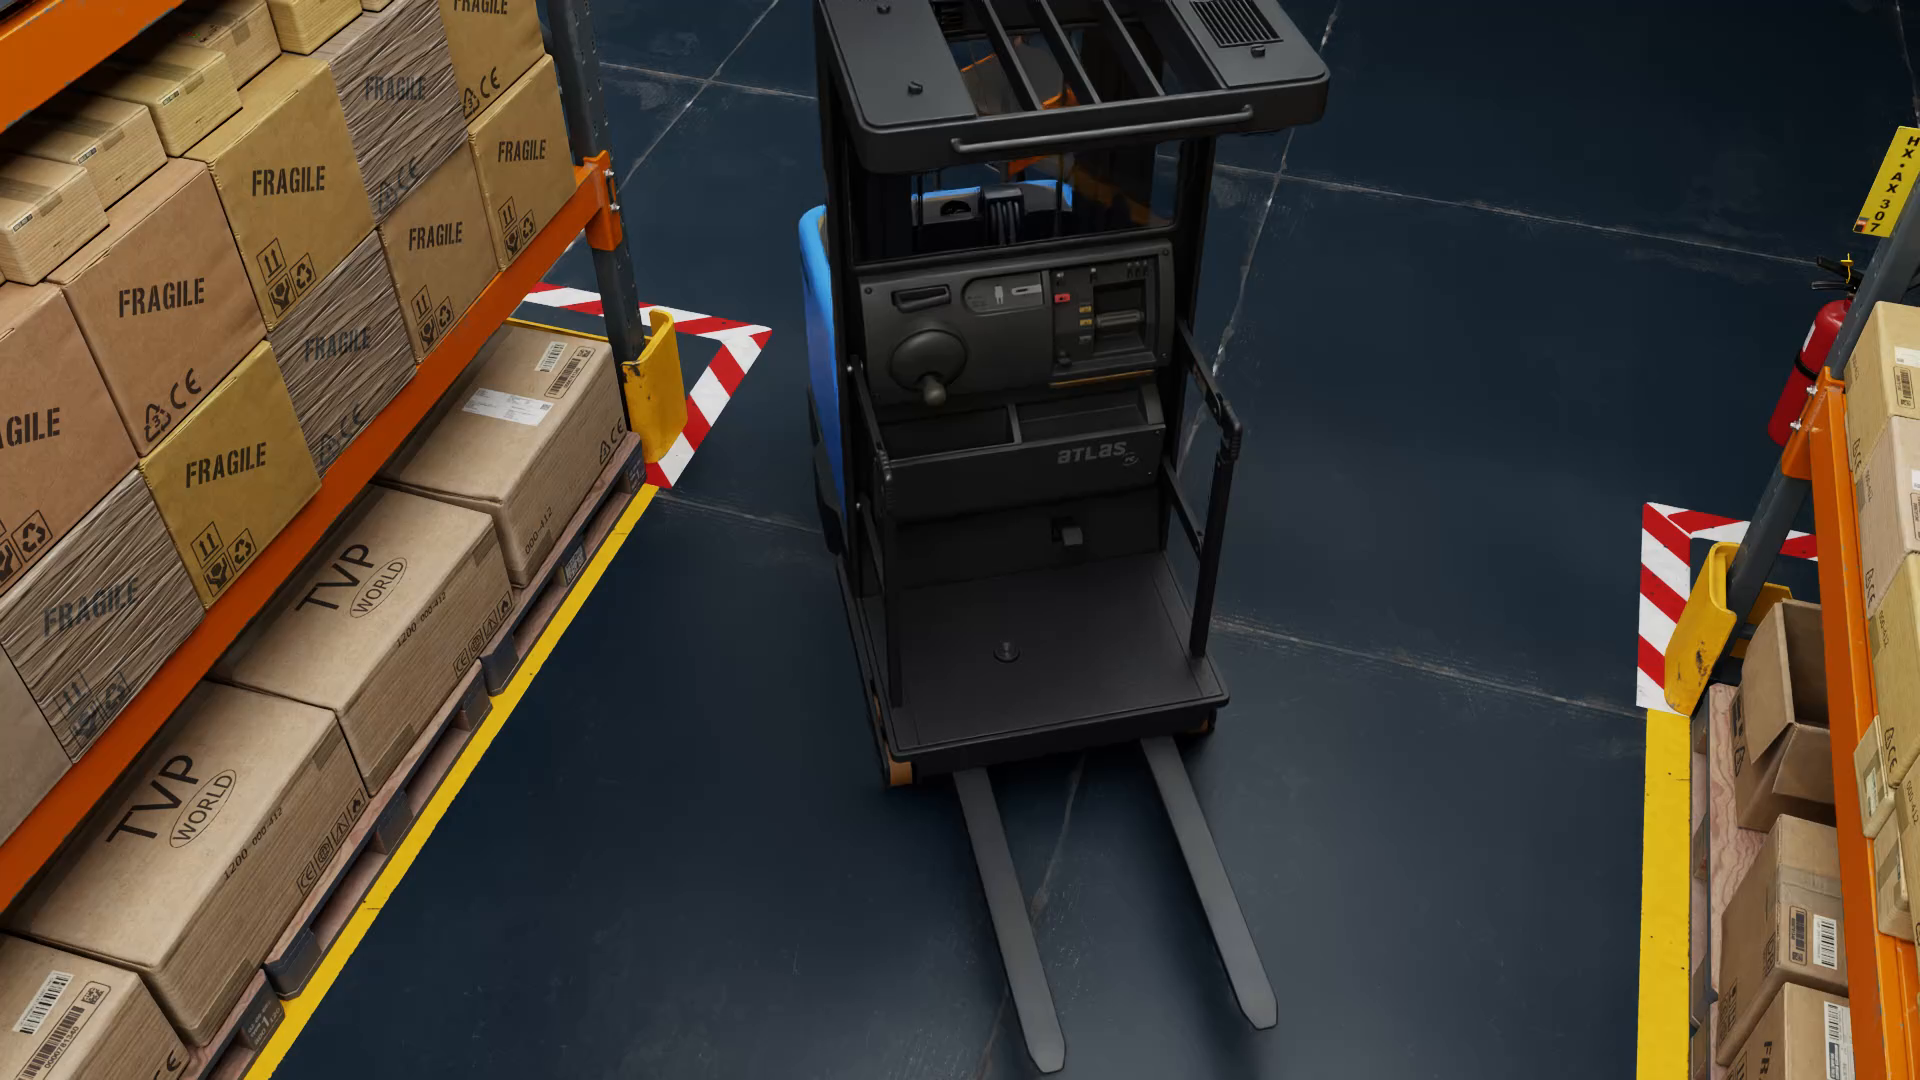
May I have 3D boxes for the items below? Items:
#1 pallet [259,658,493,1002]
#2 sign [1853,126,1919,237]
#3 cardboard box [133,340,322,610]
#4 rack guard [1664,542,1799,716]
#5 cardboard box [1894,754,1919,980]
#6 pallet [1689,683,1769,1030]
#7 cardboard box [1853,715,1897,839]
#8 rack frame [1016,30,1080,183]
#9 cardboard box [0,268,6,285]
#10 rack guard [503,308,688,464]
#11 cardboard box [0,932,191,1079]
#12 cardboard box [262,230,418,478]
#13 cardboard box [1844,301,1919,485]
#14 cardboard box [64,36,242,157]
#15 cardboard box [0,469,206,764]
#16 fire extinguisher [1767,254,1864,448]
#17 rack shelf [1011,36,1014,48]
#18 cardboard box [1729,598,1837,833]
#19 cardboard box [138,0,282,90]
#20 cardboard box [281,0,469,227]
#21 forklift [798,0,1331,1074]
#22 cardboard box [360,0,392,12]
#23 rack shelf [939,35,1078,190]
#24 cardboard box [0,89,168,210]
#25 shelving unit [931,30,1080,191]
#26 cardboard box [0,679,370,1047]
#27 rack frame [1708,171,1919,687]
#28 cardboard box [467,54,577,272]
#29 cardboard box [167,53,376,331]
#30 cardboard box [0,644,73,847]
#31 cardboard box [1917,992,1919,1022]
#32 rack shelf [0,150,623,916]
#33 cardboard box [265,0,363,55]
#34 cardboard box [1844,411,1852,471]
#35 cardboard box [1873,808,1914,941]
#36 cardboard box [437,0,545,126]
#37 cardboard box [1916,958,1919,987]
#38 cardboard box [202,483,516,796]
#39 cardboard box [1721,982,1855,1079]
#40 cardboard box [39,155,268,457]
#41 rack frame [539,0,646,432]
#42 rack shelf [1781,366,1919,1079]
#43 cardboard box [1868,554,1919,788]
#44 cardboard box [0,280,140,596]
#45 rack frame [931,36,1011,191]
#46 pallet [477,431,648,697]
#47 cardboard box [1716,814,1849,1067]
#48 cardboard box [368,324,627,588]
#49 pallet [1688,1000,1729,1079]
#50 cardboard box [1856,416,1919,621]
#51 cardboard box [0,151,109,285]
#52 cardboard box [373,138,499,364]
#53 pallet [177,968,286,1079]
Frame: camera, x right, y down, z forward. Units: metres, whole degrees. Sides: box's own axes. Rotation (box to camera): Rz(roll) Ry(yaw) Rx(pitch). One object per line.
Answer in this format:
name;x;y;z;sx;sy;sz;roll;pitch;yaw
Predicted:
pallet;-2.242;0.774;5.308;1.003;0.211;1.213;13;46;12
sign;2.512;-0.958;4.465;0.100;0.325;0.005;13;46;13
cardboard box;-2.054;-0.218;4.256;0.500;0.500;0.500;14;46;14
rack guard;3.006;0.410;5.473;1.175;0.500;0.348;13;46;13
cardboard box;2.197;0.679;3.306;0.500;0.250;0.500;11;46;11
pallet;2.765;1.045;5.031;1.003;0.211;1.213;13;46;13
cardboard box;2.230;0.565;3.707;0.380;0.149;0.250;11;46;11
rack frame;0.378;-1.687;6.473;0.015;2.100;0.400;-35;54;-30
cardboard box;-2.232;-0.559;3.426;0.380;0.149;0.250;12;46;12
rack guard;-1.696;-0.705;6.613;1.175;0.500;0.348;13;46;13
cardboard box;-2.622;1.453;4.152;0.875;0.438;0.875;12;46;12
cardboard box;-1.910;-0.564;4.611;0.500;0.500;0.500;14;46;14
cardboard box;2.635;-0.341;4.348;0.500;0.250;0.500;13;46;13
cardboard box;-1.955;-1.064;3.942;0.380;0.149;0.250;14;46;13
cardboard box;-2.210;0.126;3.905;0.500;0.500;0.500;13;46;13
fire extinguisher;2.633;-0.569;5.008;0.296;0.674;0.183;13;46;13
rack shelf;0.205;-2.057;5.870;0.480;0.518;0.431;-35;54;-30
cardboard box;2.753;0.596;4.981;0.797;0.503;0.637;11;45;11
cardboard box;-1.935;-1.243;4.126;0.380;0.149;0.250;12;46;12
cardboard box;-1.752;-1.249;4.596;0.500;0.500;0.500;13;46;13
forklift;0.223;-0.538;4.704;1.130;2.935;3.031;-9;45;-9
cardboard box;-1.673;-1.562;4.451;0.380;0.149;0.250;12;46;12
rack shelf;0.205;-1.557;6.359;0.480;0.518;0.431;-35;54;-30
cardboard box;-2.052;-0.893;3.768;0.380;0.149;0.250;14;46;14
shelving unit;0.205;-1.567;6.350;0.503;2.100;0.431;-35;54;-30
cardboard box;-2.351;0.857;4.762;0.875;0.438;0.875;11;45;11
rack frame;3.029;-0.534;4.651;1.000;3.000;0.127;13;46;13
cardboard box;-1.597;-1.241;5.302;0.500;0.500;0.500;13;46;13
cardboard box;-1.905;-0.920;4.259;0.500;0.500;0.500;12;46;12
cardboard box;-2.366;0.456;3.568;0.500;0.500;0.500;13;46;13
cardboard box;2.040;1.022;2.956;0.500;0.250;0.500;12;46;12
rack shelf;-2.309;0.008;4.612;1.077;0.370;4.000;13;46;13
cardboard box;-1.788;-1.403;4.288;0.380;0.149;0.250;14;46;13
cardboard box;2.668;-0.283;4.574;0.380;0.149;0.250;12;46;12
cardboard box;2.170;0.745;3.524;0.380;0.149;0.250;14;46;13
cardboard box;-1.622;-1.604;4.958;0.500;0.500;0.500;14;46;14
cardboard box;2.157;0.931;3.333;0.380;0.149;0.250;12;46;12
cardboard box;-2.077;0.256;5.375;0.875;0.438;0.875;14;46;14
cardboard box;2.202;1.490;4.070;0.500;0.500;0.500;13;46;13
cardboard box;-2.059;-0.586;3.917;0.500;0.500;0.500;12;46;12
rack frame;-1.703;-1.583;5.723;1.000;3.000;0.127;13;46;13
rack shelf;2.423;1.056;3.540;1.077;0.370;4.000;13;46;13
cardboard box;2.332;0.334;3.659;0.500;0.250;0.500;12;46;12
cardboard box;-2.215;-0.250;3.574;0.500;0.500;0.500;13;46;13
rack frame;0.032;-1.446;6.227;0.015;2.100;0.400;-35;54;-30
pallet;-1.871;-0.036;6.136;1.003;0.211;1.213;13;46;13
cardboard box;2.457;1.159;4.408;0.700;0.500;0.500;14;46;14
cardboard box;-1.808;-0.356;6.001;0.875;0.438;0.875;11;45;11
pallet;2.394;1.856;4.203;1.003;0.211;1.213;13;46;13
cardboard box;2.482;-0.005;4.005;0.500;0.250;0.500;13;46;13
cardboard box;-2.092;-0.708;3.579;0.380;0.149;0.250;13;46;13
cardboard box;-1.763;-0.909;4.963;0.500;0.500;0.500;12;46;12
pallet;-2.610;1.590;4.474;1.003;0.211;1.213;13;46;13
